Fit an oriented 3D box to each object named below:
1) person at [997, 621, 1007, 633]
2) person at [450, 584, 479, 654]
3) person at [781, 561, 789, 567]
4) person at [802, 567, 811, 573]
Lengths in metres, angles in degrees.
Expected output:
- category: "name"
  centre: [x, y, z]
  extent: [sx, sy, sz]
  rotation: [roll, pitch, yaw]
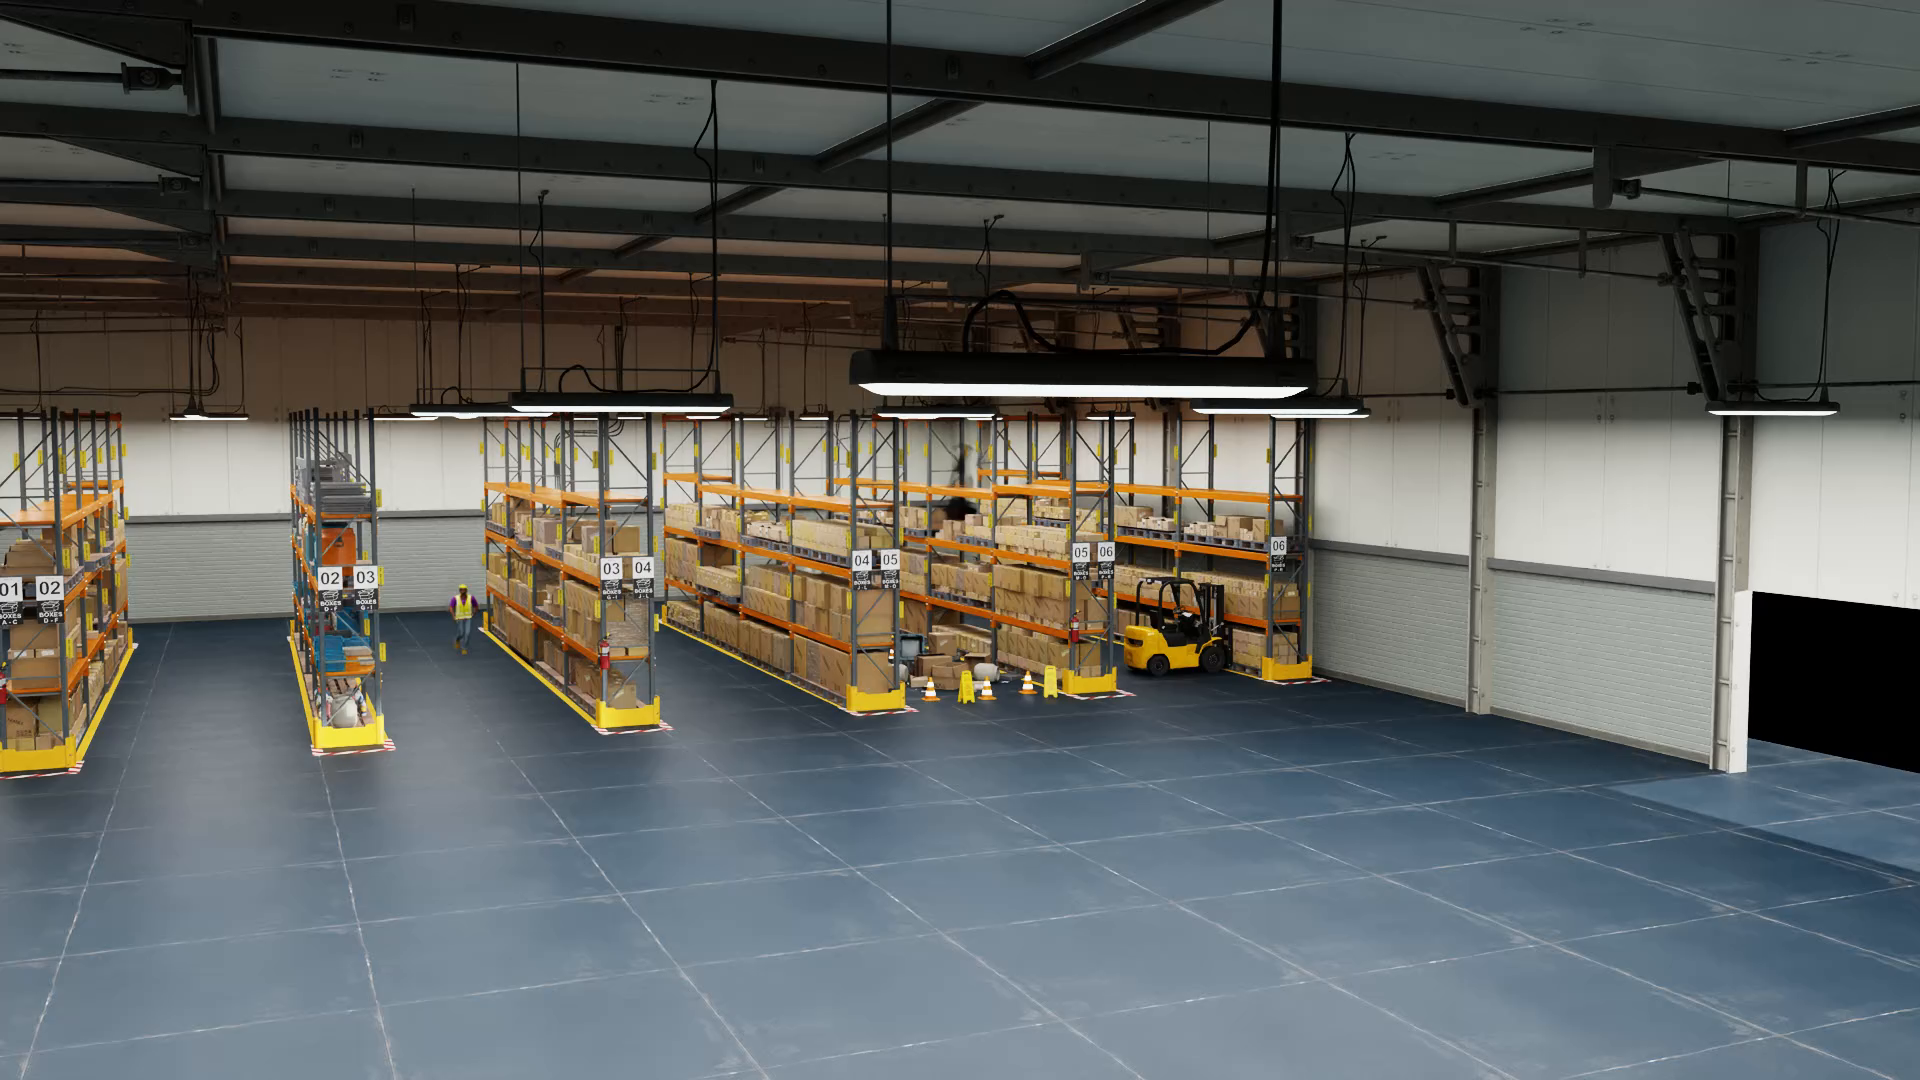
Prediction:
- category: "person"
  centre: [1.110, 1.873, 43.351]
  extent: [0.616, 1.743, 0.751]
  rotation: [-2, 4, -22]
- category: "person"
  centre: [-12.347, 1.964, 41.447]
  extent: [0.691, 1.734, 0.630]
  rotation: [-2, 4, -22]
- category: "person"
  centre: [-5.512, 1.279, 51.990]
  extent: [0.871, 1.576, 0.544]
  rotation: [-4, 5, -41]
- category: "person"
  centre: [-4.157, 1.629, 46.130]
  extent: [0.650, 1.770, 0.941]
  rotation: [-3, 5, -39]
